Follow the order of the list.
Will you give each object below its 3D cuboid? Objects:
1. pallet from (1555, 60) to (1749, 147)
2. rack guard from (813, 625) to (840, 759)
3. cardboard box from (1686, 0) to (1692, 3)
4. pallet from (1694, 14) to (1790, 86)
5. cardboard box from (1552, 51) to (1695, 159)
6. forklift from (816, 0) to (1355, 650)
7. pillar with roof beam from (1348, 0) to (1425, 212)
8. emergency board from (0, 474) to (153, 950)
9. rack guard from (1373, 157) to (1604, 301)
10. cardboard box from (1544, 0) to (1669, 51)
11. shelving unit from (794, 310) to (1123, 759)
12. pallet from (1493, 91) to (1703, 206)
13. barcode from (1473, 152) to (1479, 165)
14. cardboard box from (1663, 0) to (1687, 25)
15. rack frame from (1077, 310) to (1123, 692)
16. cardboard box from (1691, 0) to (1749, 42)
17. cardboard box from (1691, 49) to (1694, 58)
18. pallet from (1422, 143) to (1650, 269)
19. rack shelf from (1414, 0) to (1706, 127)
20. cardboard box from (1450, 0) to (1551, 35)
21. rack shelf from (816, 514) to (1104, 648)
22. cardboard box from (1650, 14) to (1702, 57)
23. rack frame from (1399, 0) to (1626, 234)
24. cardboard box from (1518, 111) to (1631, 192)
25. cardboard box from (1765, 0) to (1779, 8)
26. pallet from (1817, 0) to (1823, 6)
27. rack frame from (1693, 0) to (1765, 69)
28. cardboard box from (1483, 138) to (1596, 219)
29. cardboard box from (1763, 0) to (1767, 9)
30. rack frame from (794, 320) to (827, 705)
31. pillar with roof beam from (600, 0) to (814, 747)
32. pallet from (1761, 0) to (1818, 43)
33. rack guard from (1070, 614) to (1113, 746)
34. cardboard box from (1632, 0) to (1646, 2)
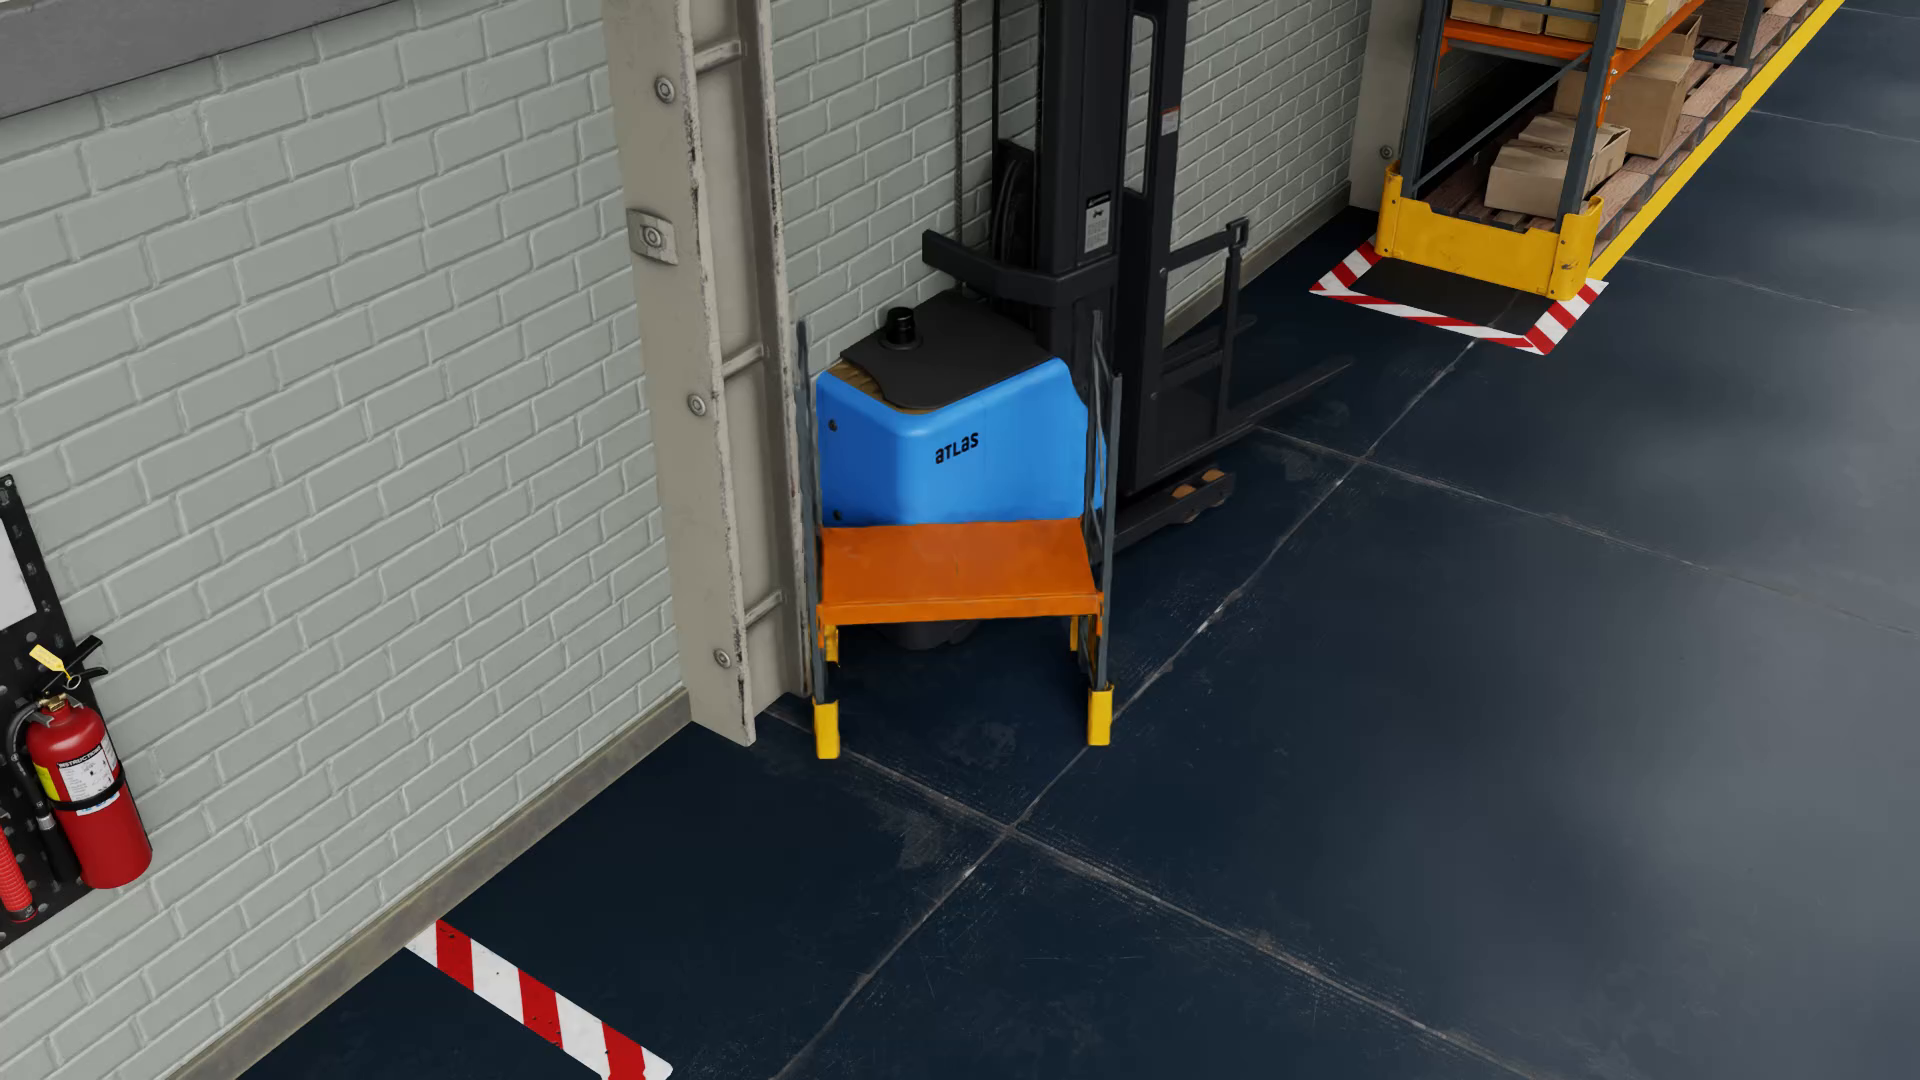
[{"bbox_3d":[4.862,-3.148,11.716,1.003,0.211,1.213,21,39,28],"label":"pallet"},{"bbox_3d":[-0.500,0.532,6.236,0.087,0.250,0.587,-2,34,-3],"label":"rack guard"},{"bbox_3d":[4.054,-3.328,9.609,0.500,0.250,0.500,21,39,27],"label":"cardboard box"},{"bbox_3d":[5.659,-3.827,12.720,1.003,0.211,1.213,21,39,28],"label":"pallet"},{"bbox_3d":[4.188,-2.803,10.555,0.700,0.500,0.500,19,38,25],"label":"cardboard box"},{"bbox_3d":[0.598,-1.486,6.832,3.031,2.935,1.130,-27,42,-34],"label":"forklift"},{"bbox_3d":[6.160,-4.491,5.858,9.100,9.000,0.400,21,39,28],"label":"pillar with roof beam"},{"bbox_3d":[-2.238,0.506,3.825,0.194,1.169,0.643,21,39,28],"label":"emergency board"},{"bbox_3d":[2.978,-1.782,9.439,1.175,0.500,0.348,21,39,28],"label":"rack guard"},{"bbox_3d":[3.474,-2.852,8.905,0.500,0.250,0.500,20,39,27],"label":"cardboard box"},{"bbox_3d":[-0.006,-0.009,5.917,1.083,1.500,0.587,-2,34,-3],"label":"shelving unit"},{"bbox_3d":[4.167,-2.584,10.882,1.003,0.211,1.213,21,39,28],"label":"pallet"},{"bbox_3d":[3.085,-2.280,9.944,0.001,0.075,0.075,21,39,28],"label":"barcode"},{"bbox_3d":[3.759,-3.095,9.265,0.500,0.250,0.500,20,39,27],"label":"cardboard box"},{"bbox_3d":[0.492,-0.030,5.943,0.032,1.500,0.500,-2,34,-3],"label":"rack frame"},{"bbox_3d":[5.622,-4.114,12.494,0.700,0.500,0.500,23,40,30],"label":"cardboard box"},{"bbox_3d":[4.935,-3.376,11.701,0.380,0.166,0.250,16,37,22],"label":"cardboard box"},{"bbox_3d":[3.471,-2.025,10.056,1.003,0.211,1.213,21,39,28],"label":"pallet"},{"bbox_3d":[4.075,-3.405,10.249,1.077,0.370,4.000,21,39,28],"label":"rack shelf"},{"bbox_3d":[3.042,-3.005,9.133,0.500,0.250,0.500,22,40,29],"label":"cardboard box"},{"bbox_3d":[-0.014,0.141,6.016,1.000,0.185,0.538,-2,34,-3],"label":"rack shelf"},{"bbox_3d":[4.657,-3.279,11.260,0.500,0.500,0.500,18,38,25],"label":"cardboard box"},{"bbox_3d":[2.935,-2.782,8.687,1.000,3.000,0.127,21,39,28],"label":"rack frame"},{"bbox_3d":[3.729,-2.403,10.133,0.500,0.311,0.500,25,41,32],"label":"cardboard box"},{"bbox_3d":[6.199,-4.590,13.198,0.700,0.500,0.500,22,40,29],"label":"cardboard box"},{"bbox_3d":[7.050,-4.950,14.381,1.003,0.211,1.213,21,39,28],"label":"pallet"},{"bbox_3d":[5.216,-4.623,11.409,1.000,3.000,0.127,21,39,28],"label":"rack frame"},{"bbox_3d":[3.404,-2.140,9.745,0.500,0.311,0.500,17,37,23],"label":"cardboard box"},{"bbox_3d":[5.875,-4.368,12.870,0.700,0.500,0.500,20,39,27],"label":"cardboard box"},{"bbox_3d":[-0.522,0.012,5.889,0.032,1.500,0.500,-2,34,-3],"label":"rack frame"},{"bbox_3d":[2.739,-1.730,1.775,9.100,9.000,0.400,21,39,28],"label":"pillar with roof beam"},{"bbox_3d":[6.354,-4.391,13.554,1.003,0.211,1.213,21,39,28],"label":"pallet"},{"bbox_3d":[0.494,0.491,6.289,0.087,0.250,0.587,-2,34,-3],"label":"rack guard"},{"bbox_3d":[3.454,-3.163,8.696,0.500,0.500,0.500,21,39,28],"label":"cardboard box"}]
